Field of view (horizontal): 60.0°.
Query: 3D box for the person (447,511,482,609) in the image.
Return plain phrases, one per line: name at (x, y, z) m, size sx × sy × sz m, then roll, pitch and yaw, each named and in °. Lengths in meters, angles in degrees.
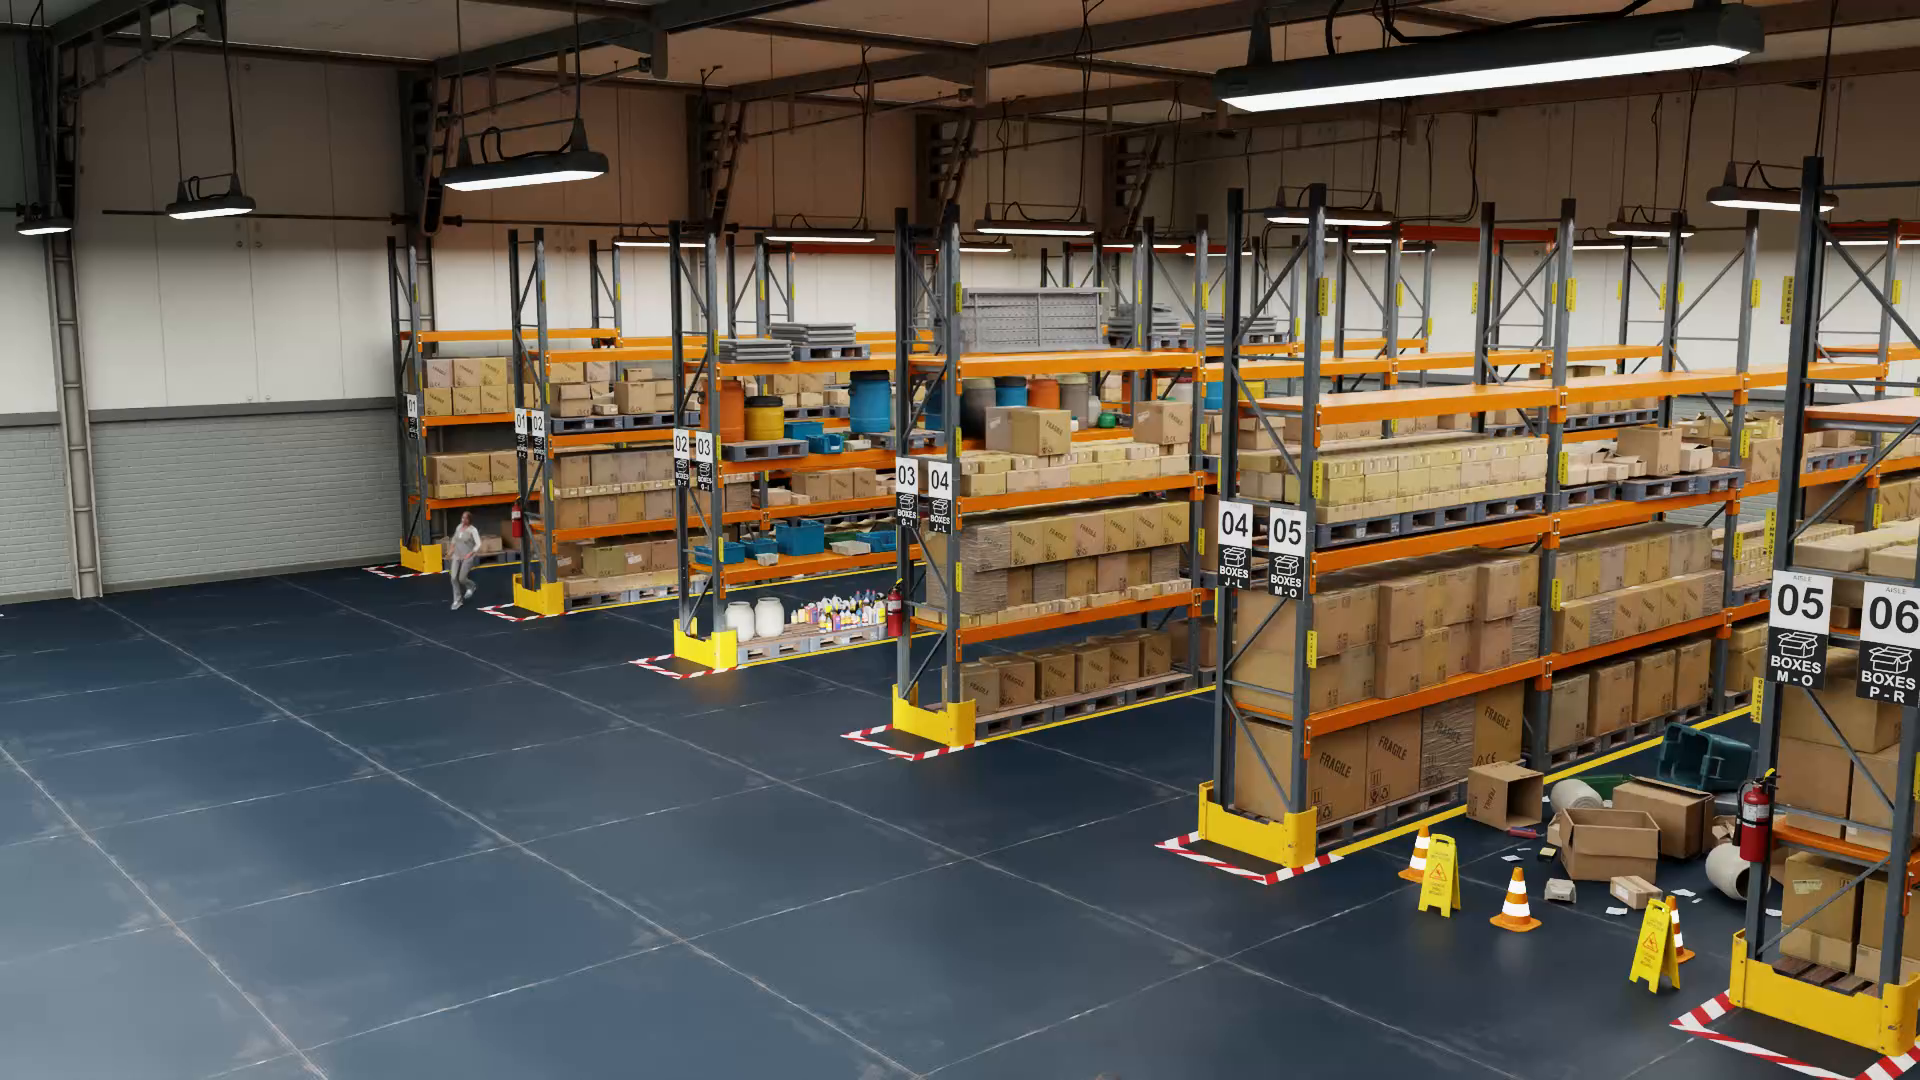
person at (-7.944, 0.308, 26.769) m, size 0.586 × 1.569 × 0.621 m, roll 2°, pitch 9°, yaw 15°
